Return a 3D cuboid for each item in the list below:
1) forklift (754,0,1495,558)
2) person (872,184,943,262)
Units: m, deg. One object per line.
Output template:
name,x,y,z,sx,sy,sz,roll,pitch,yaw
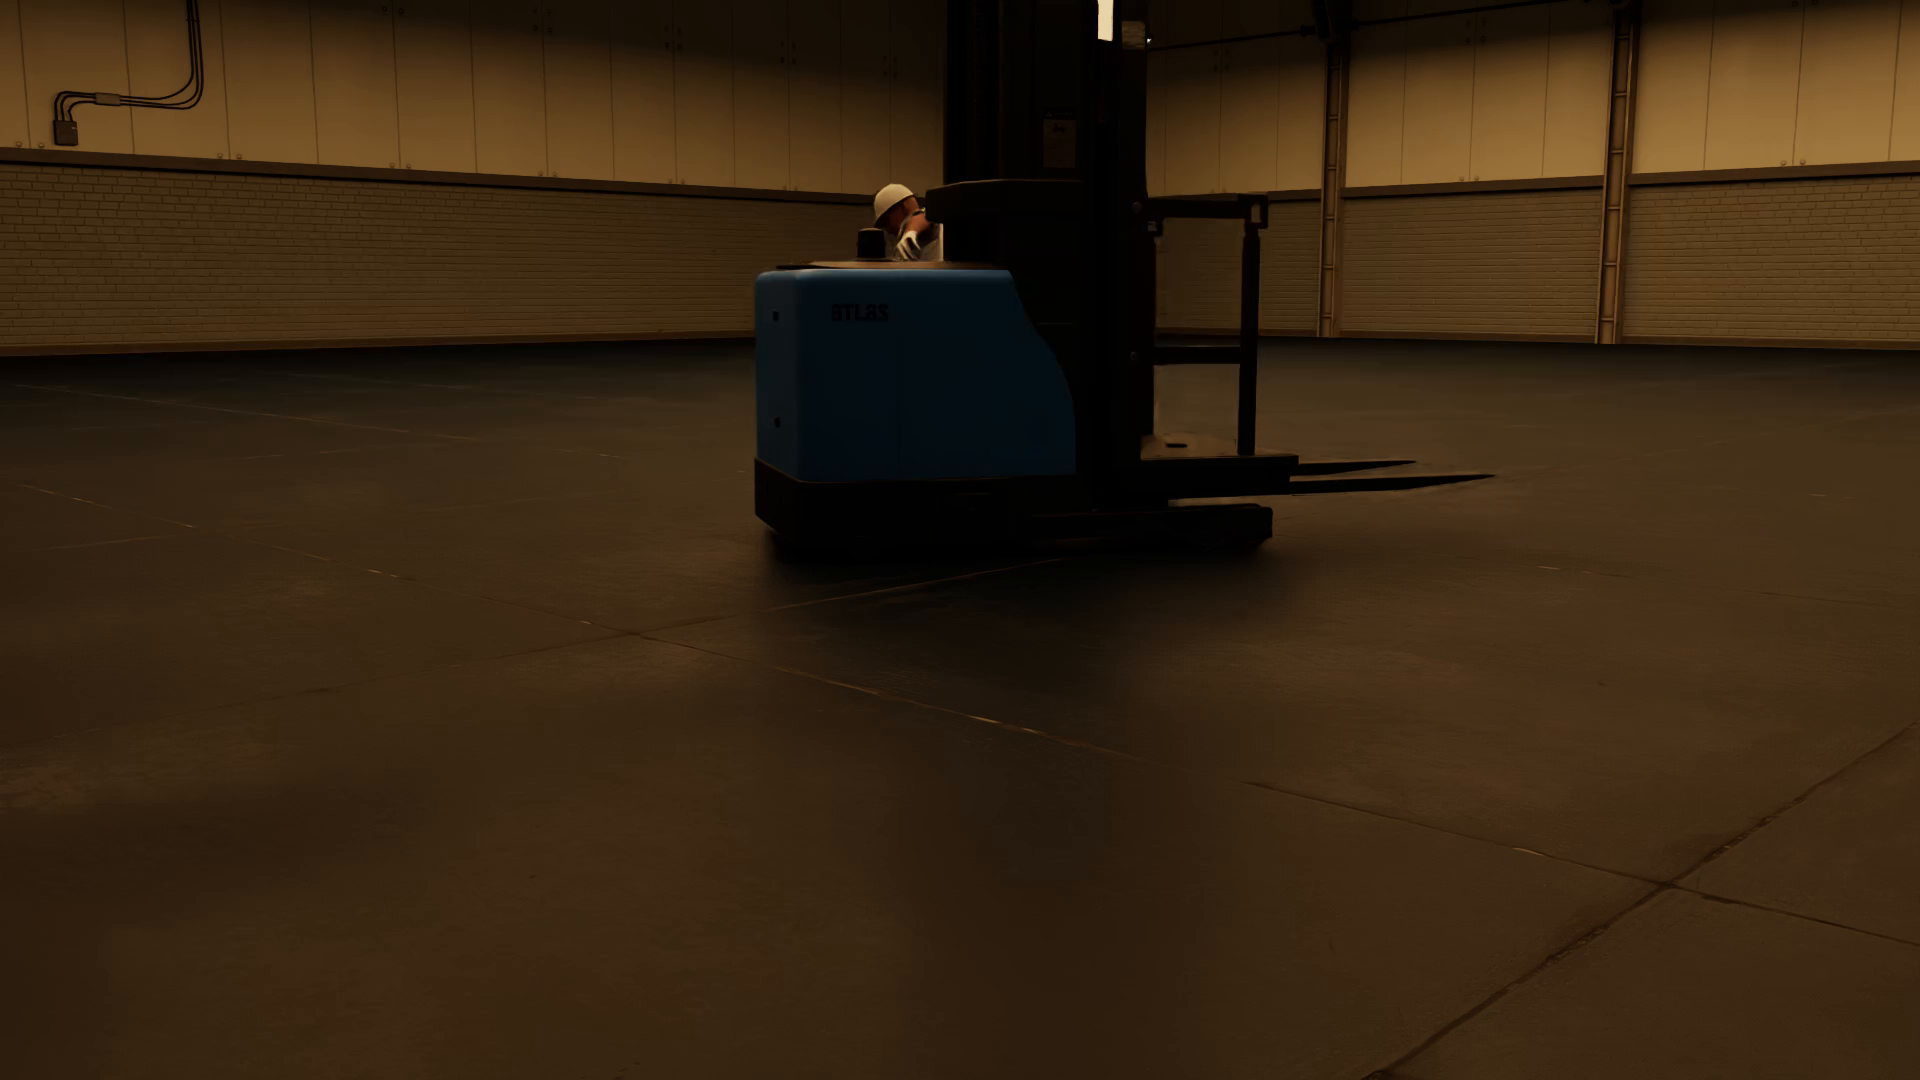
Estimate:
forklift,0.722,-1.485,6.733,3.031,2.935,1.130,-3,9,-17
person,-0.209,-1.014,8.332,0.714,1.542,1.241,3,9,22
